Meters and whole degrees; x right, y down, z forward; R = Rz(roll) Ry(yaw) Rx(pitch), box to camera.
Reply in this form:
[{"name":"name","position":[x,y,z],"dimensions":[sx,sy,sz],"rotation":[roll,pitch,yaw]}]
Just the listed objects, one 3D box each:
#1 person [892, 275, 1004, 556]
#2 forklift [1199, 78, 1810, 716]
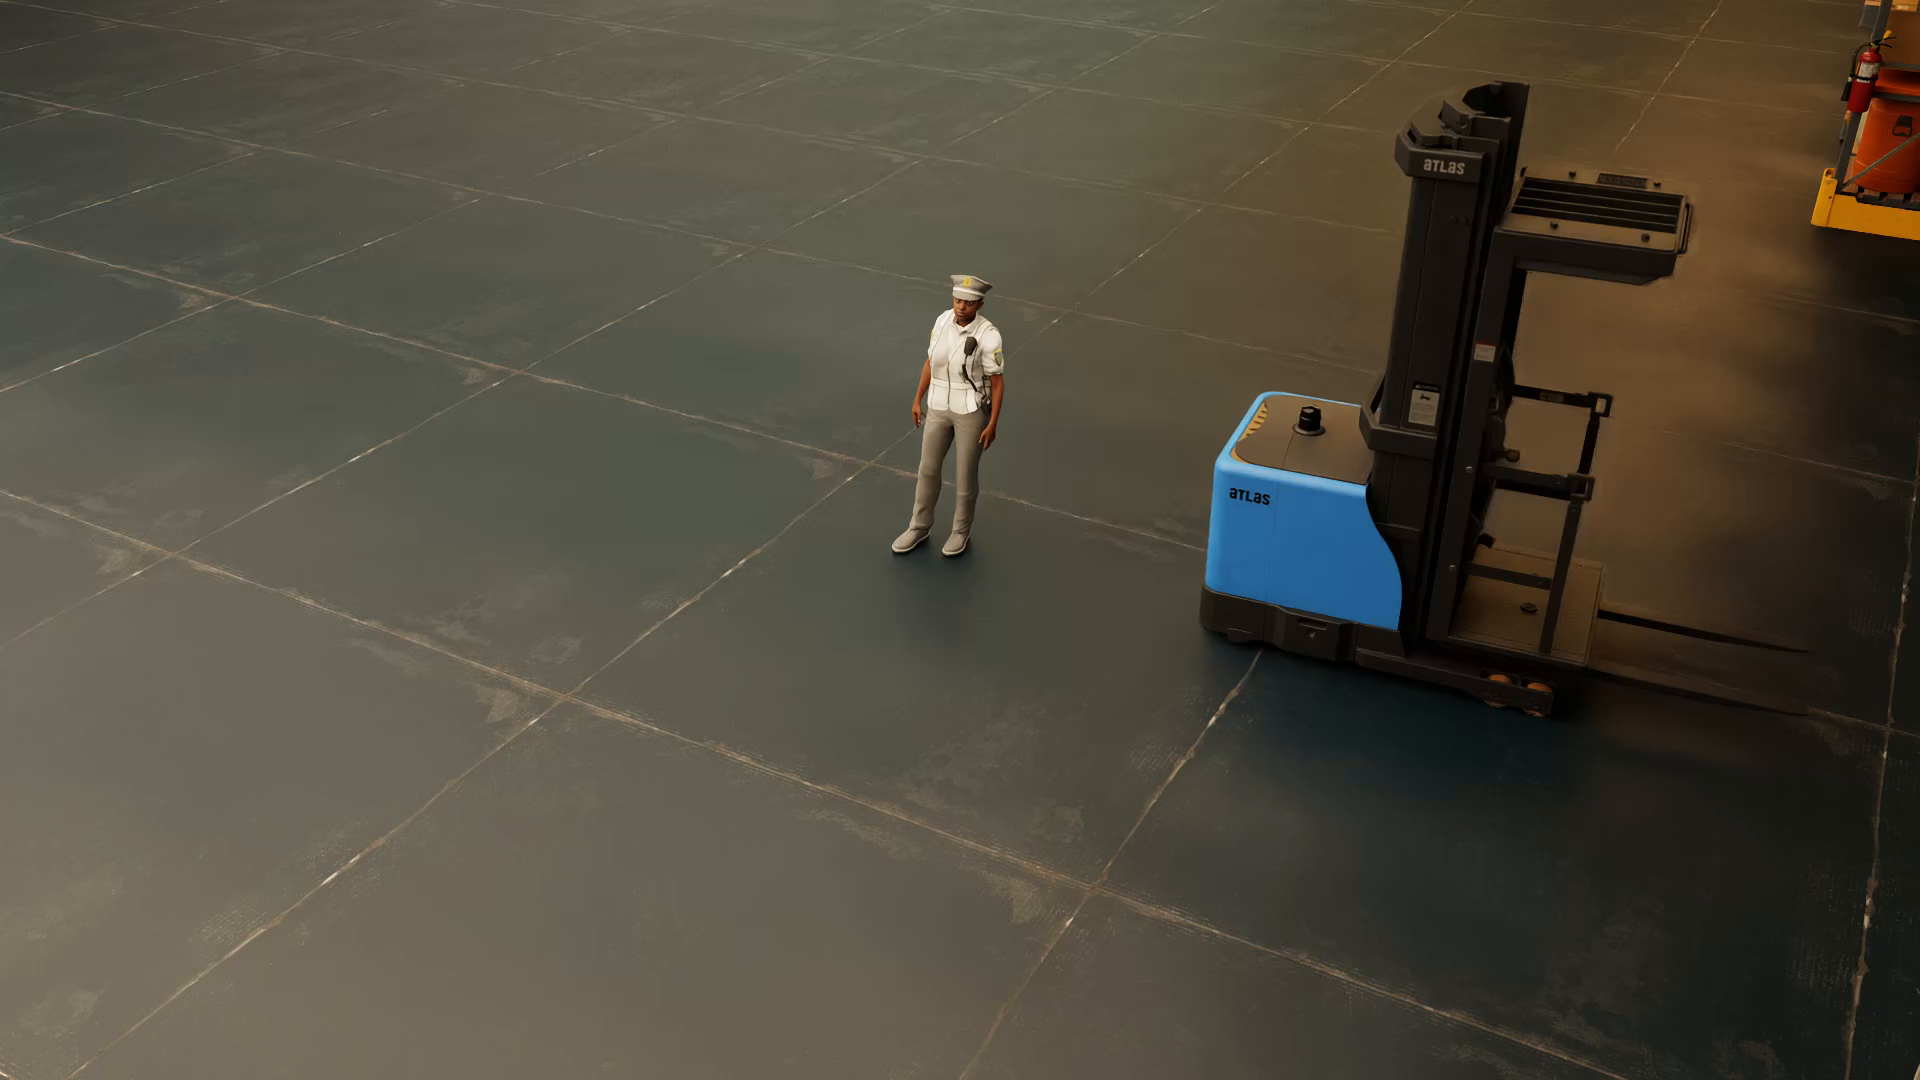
[{"name":"person","position":[-0.053,-0.712,9.527],"dimensions":[0.570,1.695,0.530],"rotation":[15,33,25]},{"name":"forklift","position":[2.873,-0.677,8.244],"dimensions":[3.031,2.935,1.130],"rotation":[12,32,20]}]
